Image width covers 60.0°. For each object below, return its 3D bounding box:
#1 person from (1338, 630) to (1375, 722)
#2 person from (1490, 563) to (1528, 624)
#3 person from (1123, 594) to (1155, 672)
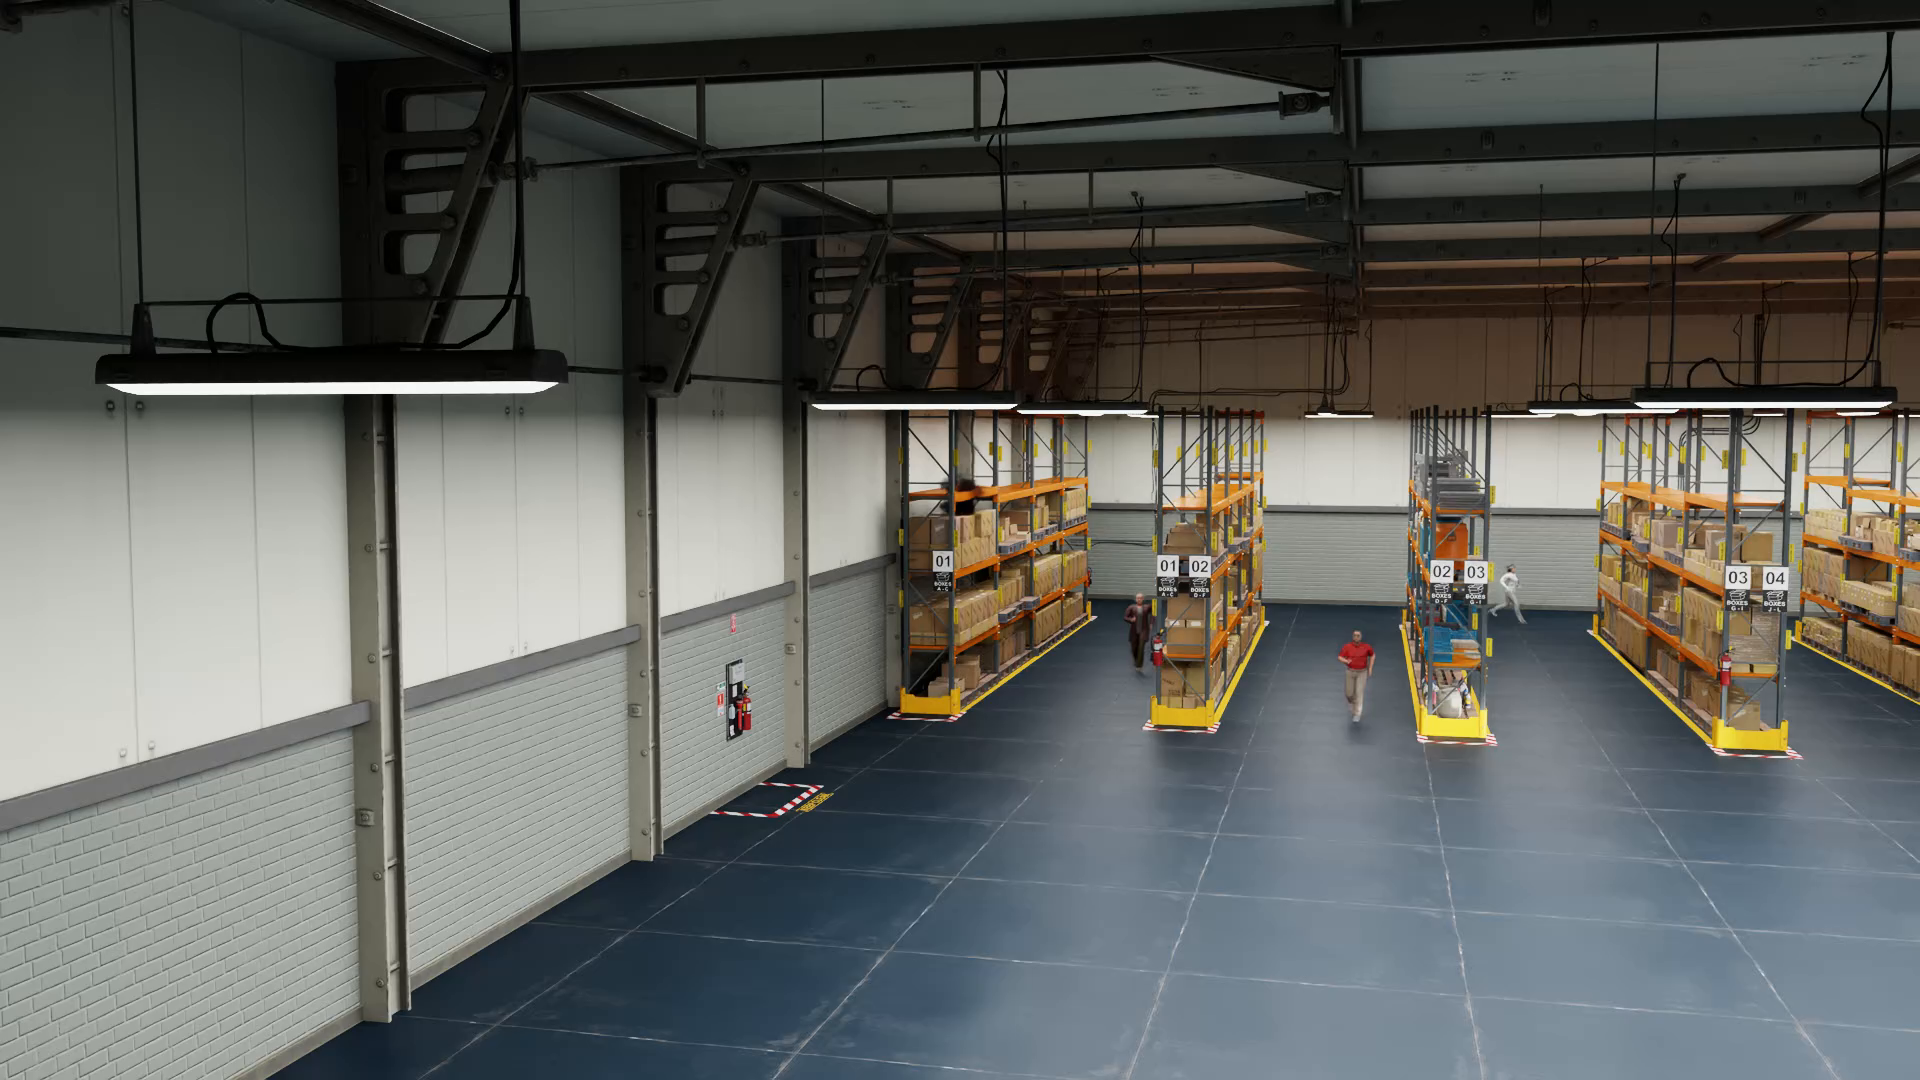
[{"bbox_3d":[7.594,2.574,31.873,0.684,1.707,0.859,1,4,16],"label":"person"},{"bbox_3d":[15.593,1.508,47.143,1.054,1.712,0.581,2,5,29],"label":"person"},{"bbox_3d":[4.092,2.096,38.012,0.718,1.761,0.965,1,4,9],"label":"person"}]
